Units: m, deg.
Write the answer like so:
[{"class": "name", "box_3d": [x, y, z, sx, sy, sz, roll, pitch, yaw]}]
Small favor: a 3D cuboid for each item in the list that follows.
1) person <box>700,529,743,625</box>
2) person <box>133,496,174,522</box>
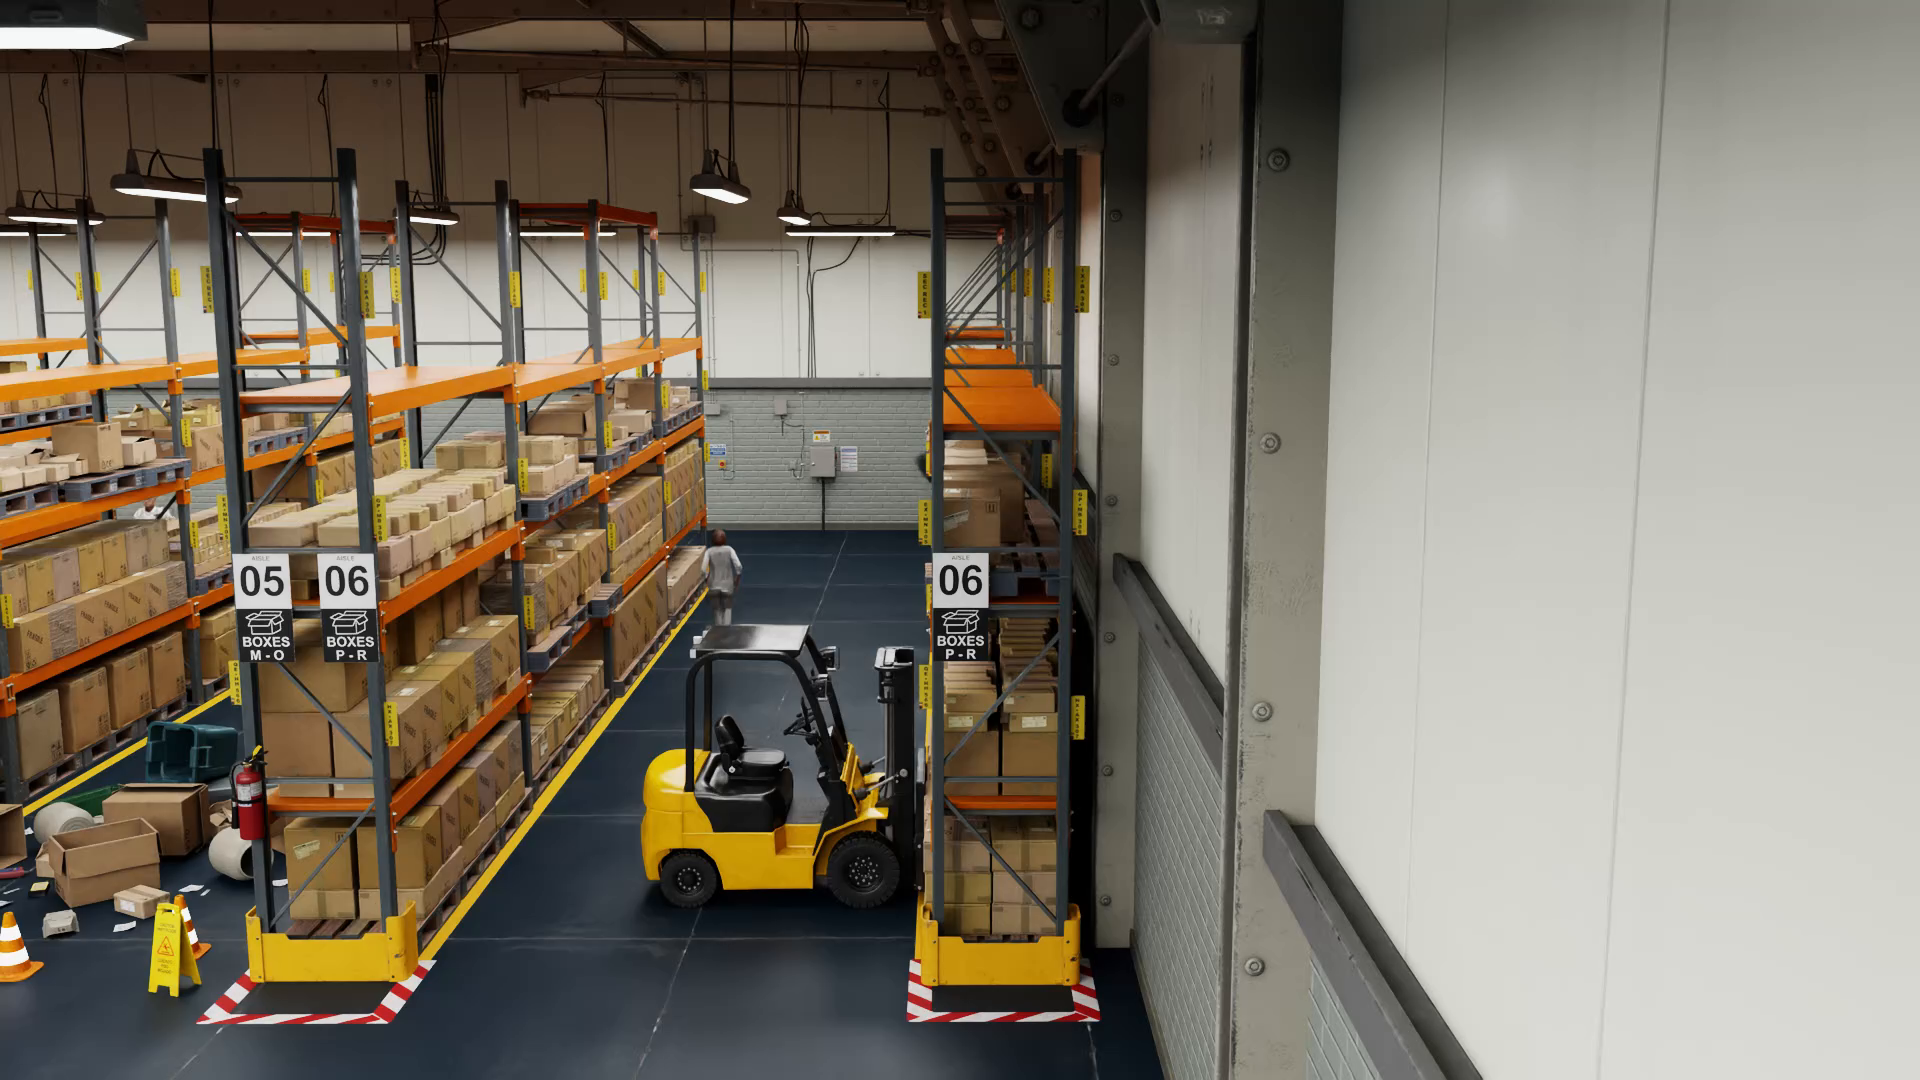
[{"class": "person", "box_3d": [-3.118, 0.637, 21.782, 0.546, 1.571, 0.461, -1, 9, -7]}, {"class": "person", "box_3d": [-12.929, 0.066, 26.677, 0.684, 1.749, 0.761, -1, 9, -7]}]
